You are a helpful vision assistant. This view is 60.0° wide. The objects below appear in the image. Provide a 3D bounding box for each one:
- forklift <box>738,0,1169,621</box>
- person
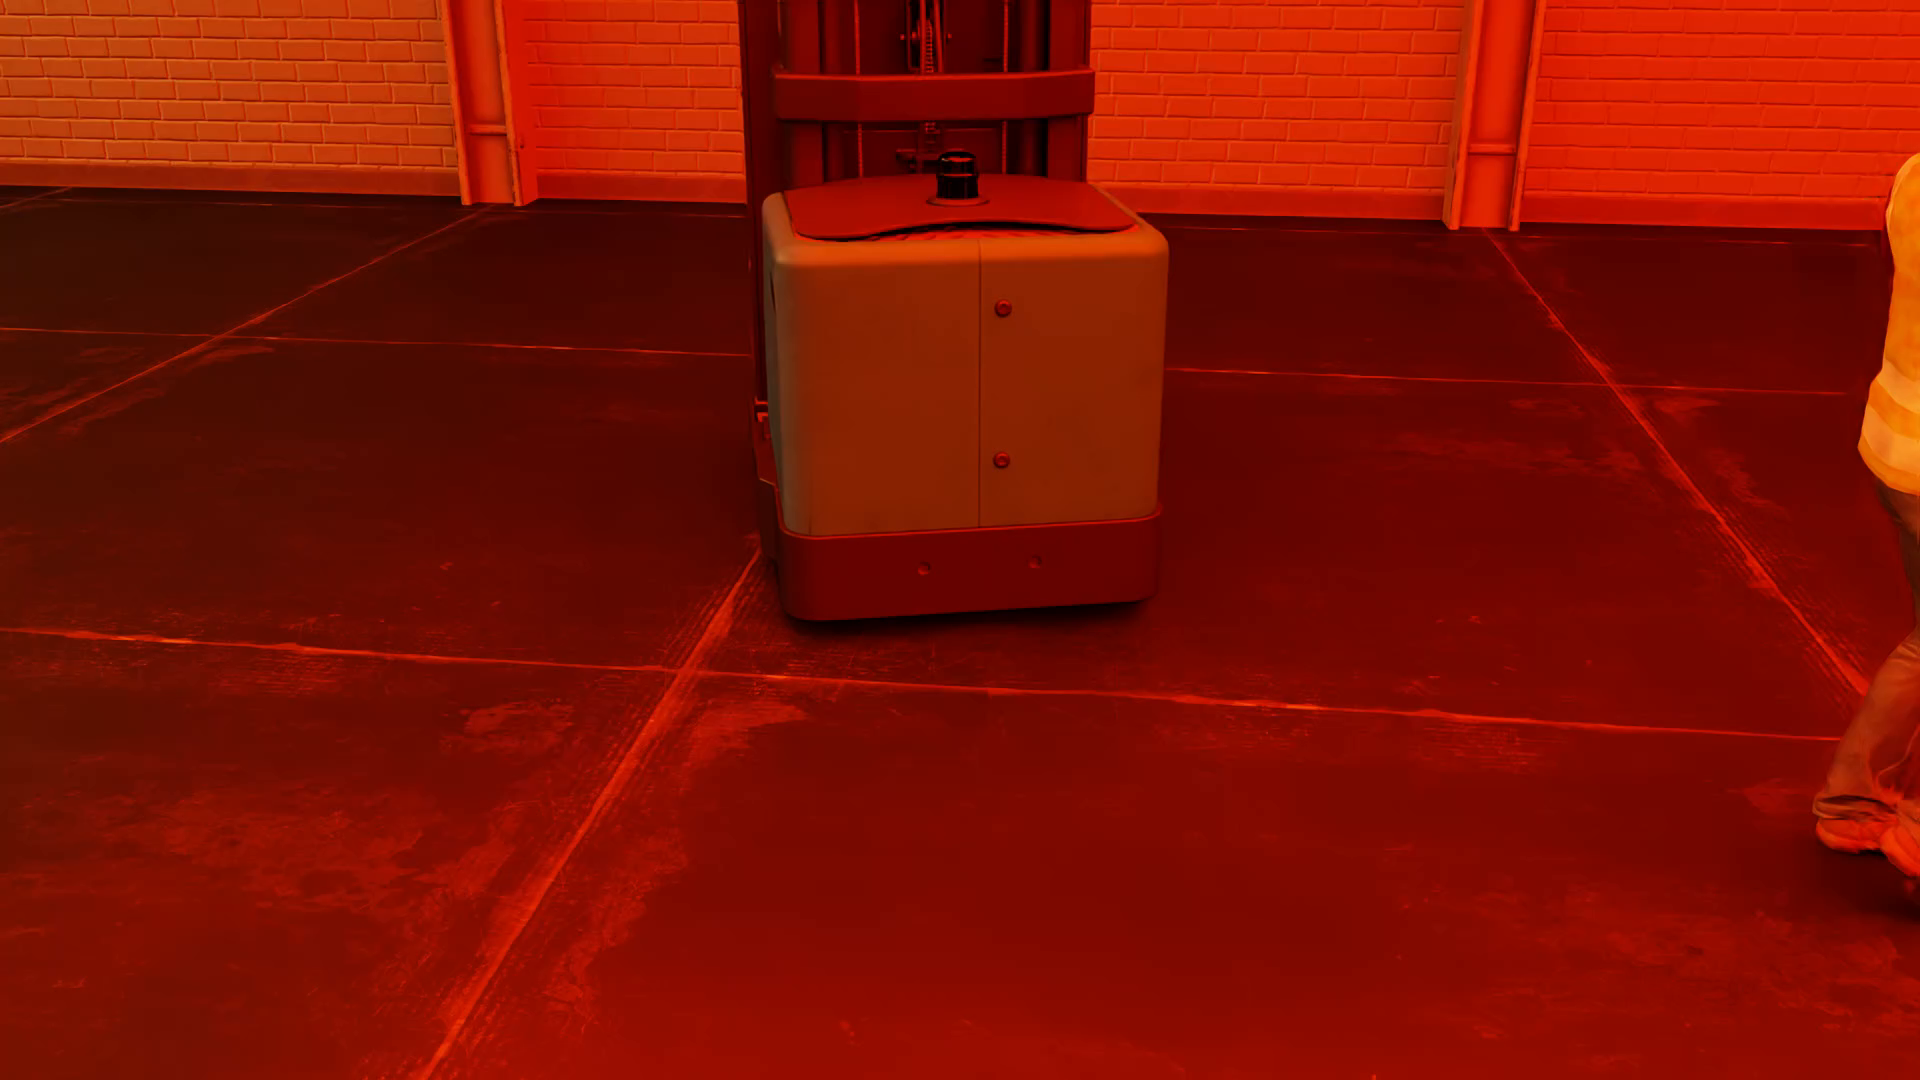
[{"bbox_3d":[-0.175,-1.658,5.371,1.130,2.935,3.031,-3,22,-8],"label":"forklift"},{"bbox_3d":[1.987,-0.128,3.209,0.501,1.773,0.907,6,23,15],"label":"person"}]
